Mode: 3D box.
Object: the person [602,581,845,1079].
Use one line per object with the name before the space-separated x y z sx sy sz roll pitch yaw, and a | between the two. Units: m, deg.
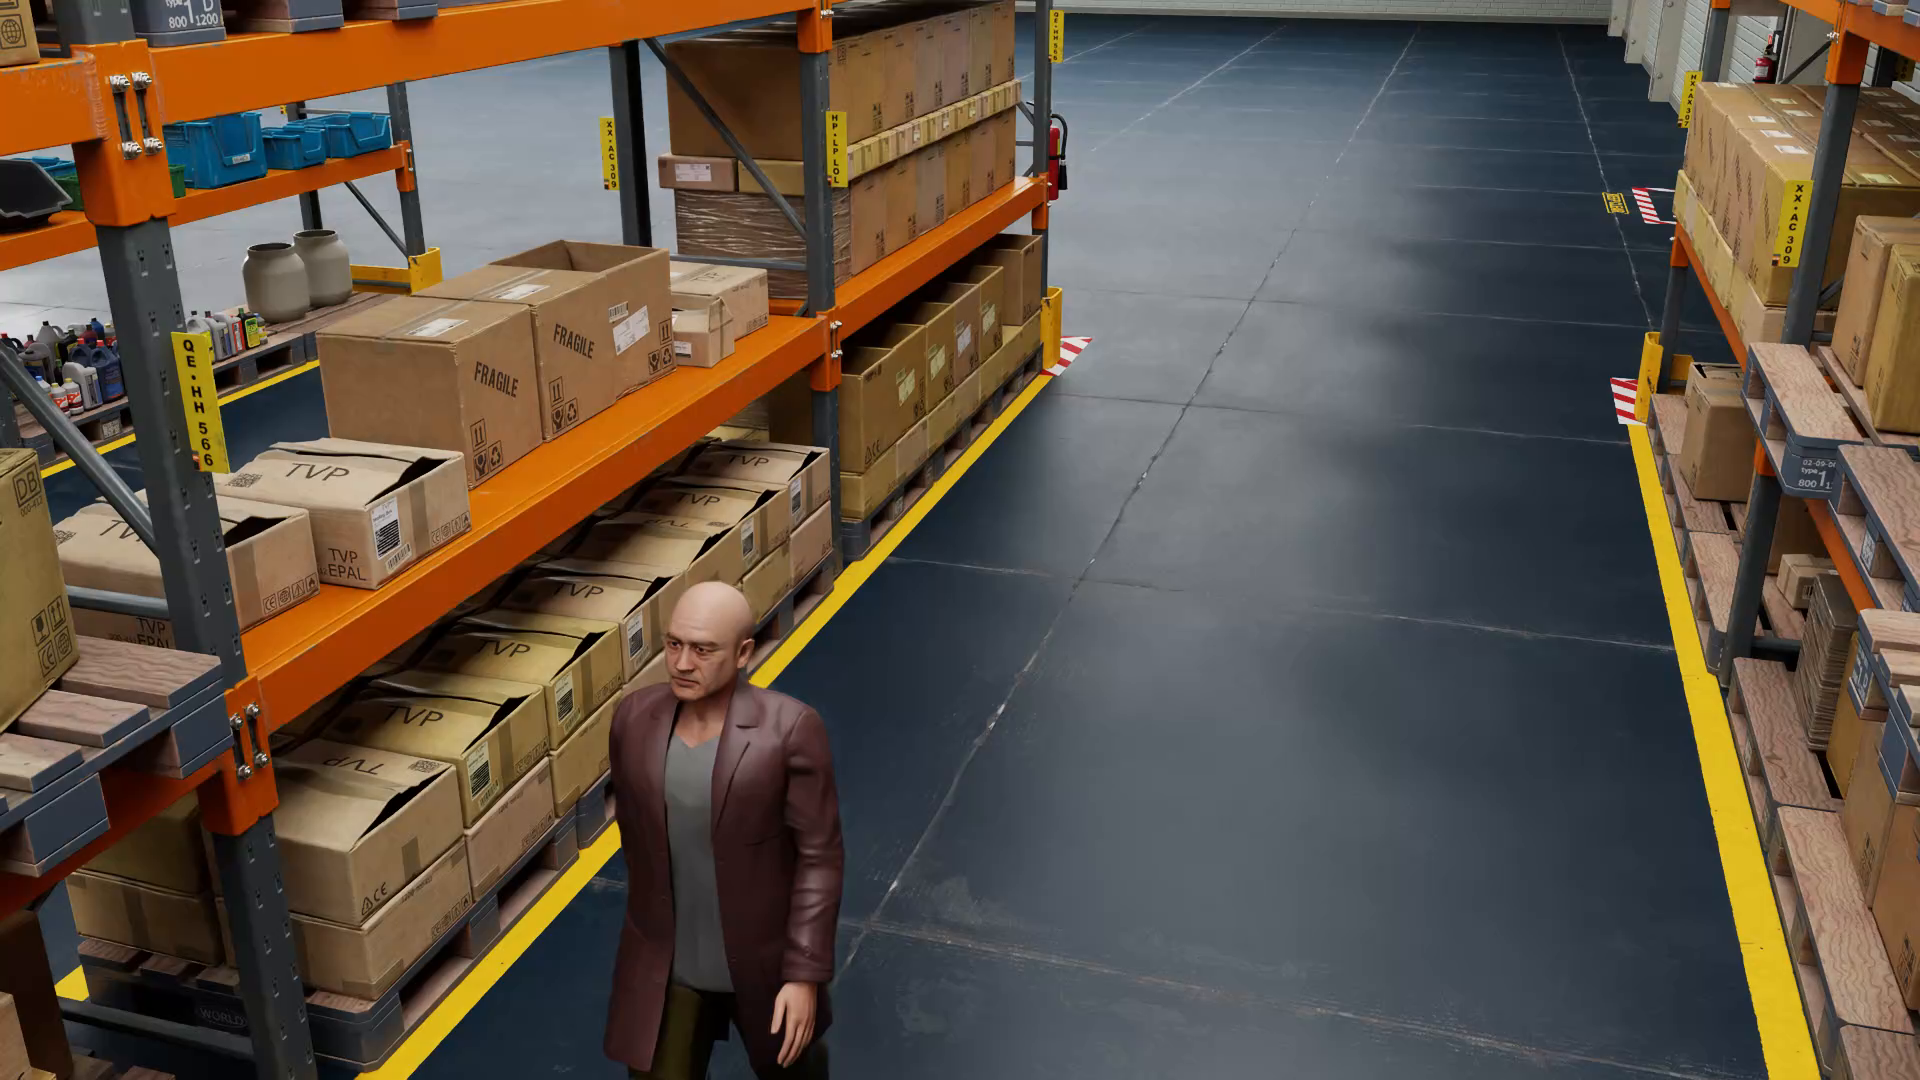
person | -0.533 0.922 3.785 0.565 1.732 1.100 3 22 7
